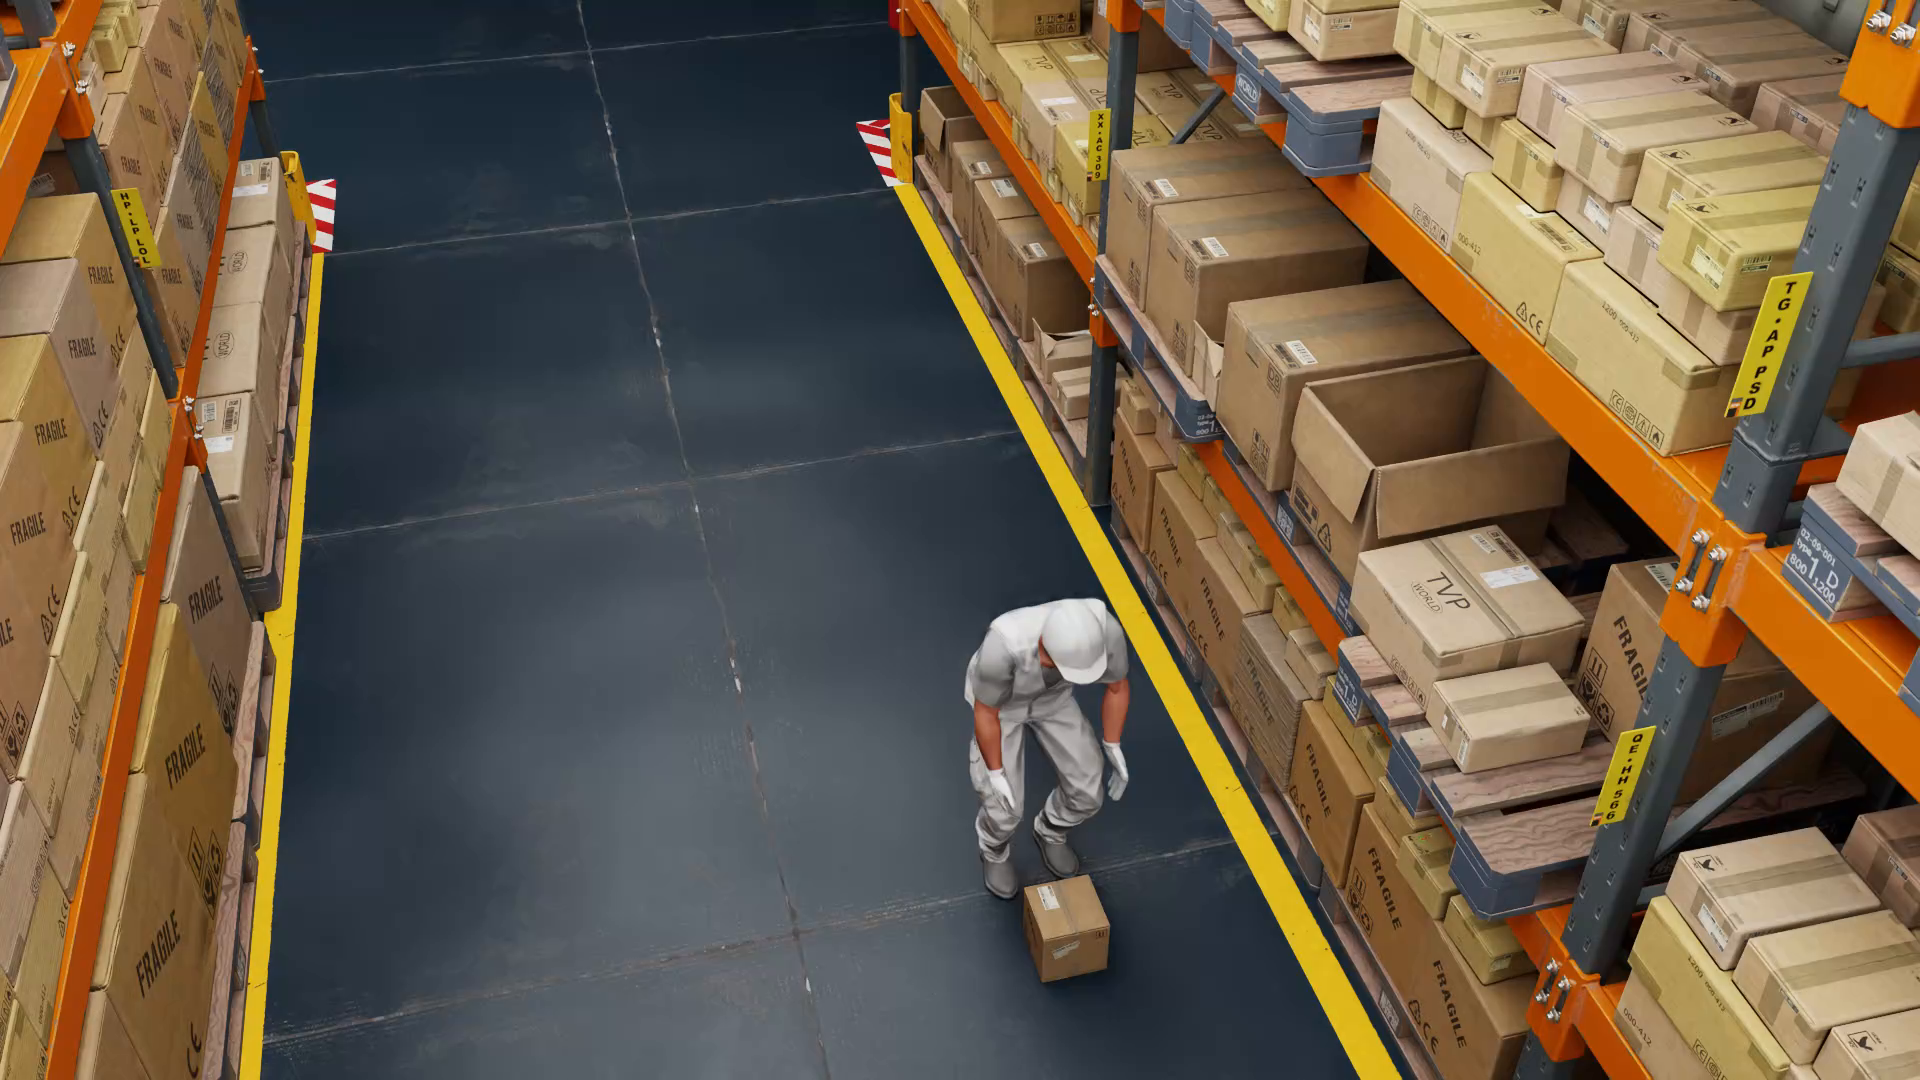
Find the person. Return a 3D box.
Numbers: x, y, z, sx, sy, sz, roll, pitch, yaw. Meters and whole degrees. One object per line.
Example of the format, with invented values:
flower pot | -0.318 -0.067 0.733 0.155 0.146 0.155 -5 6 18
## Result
person | 0.312 0.689 6.044 0.581 1.500 0.711 -10 39 -13
